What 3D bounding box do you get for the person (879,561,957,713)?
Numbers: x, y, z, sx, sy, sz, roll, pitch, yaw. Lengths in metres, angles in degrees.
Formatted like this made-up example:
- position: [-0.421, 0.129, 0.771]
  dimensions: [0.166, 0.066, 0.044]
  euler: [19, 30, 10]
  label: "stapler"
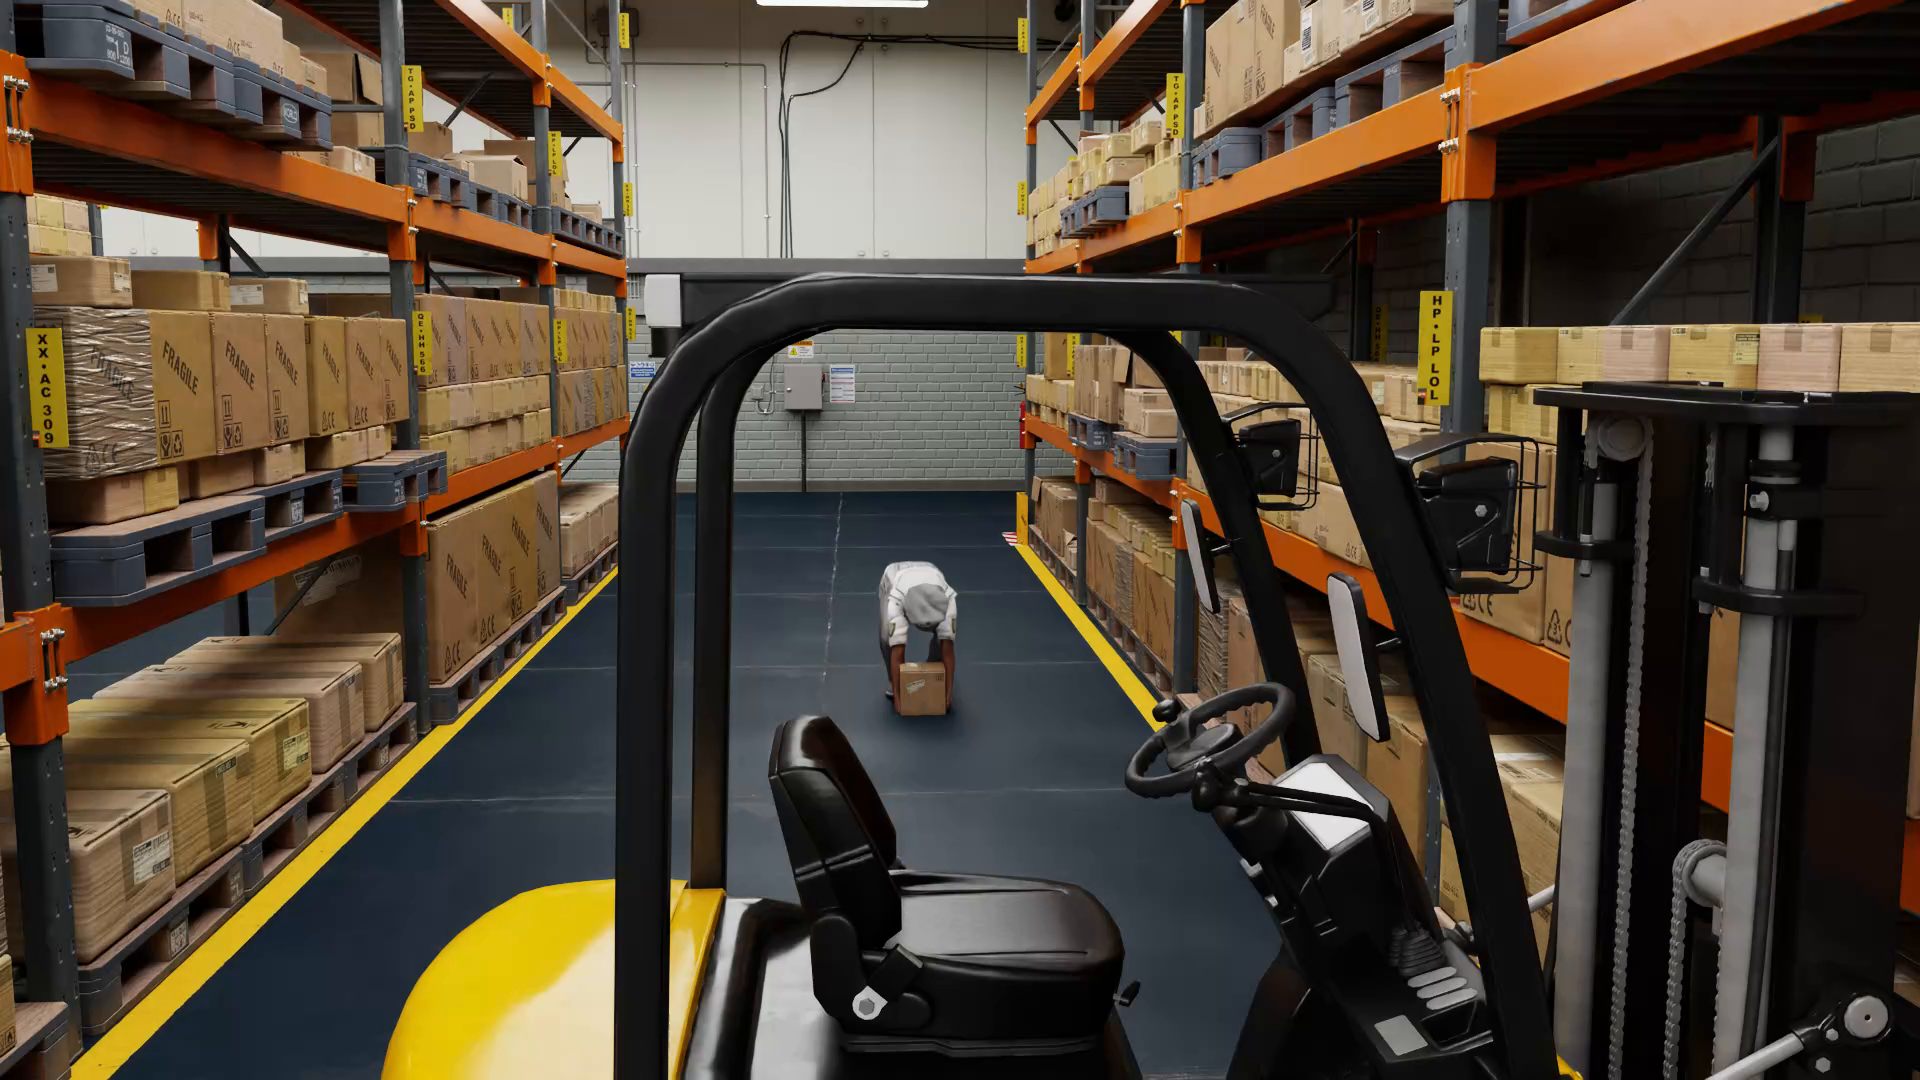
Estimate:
- position: [-0.243, 0.542, 9.570]
  dimensions: [0.445, 0.802, 0.924]
  euler: [-1, 7, -6]
  label: "person"
